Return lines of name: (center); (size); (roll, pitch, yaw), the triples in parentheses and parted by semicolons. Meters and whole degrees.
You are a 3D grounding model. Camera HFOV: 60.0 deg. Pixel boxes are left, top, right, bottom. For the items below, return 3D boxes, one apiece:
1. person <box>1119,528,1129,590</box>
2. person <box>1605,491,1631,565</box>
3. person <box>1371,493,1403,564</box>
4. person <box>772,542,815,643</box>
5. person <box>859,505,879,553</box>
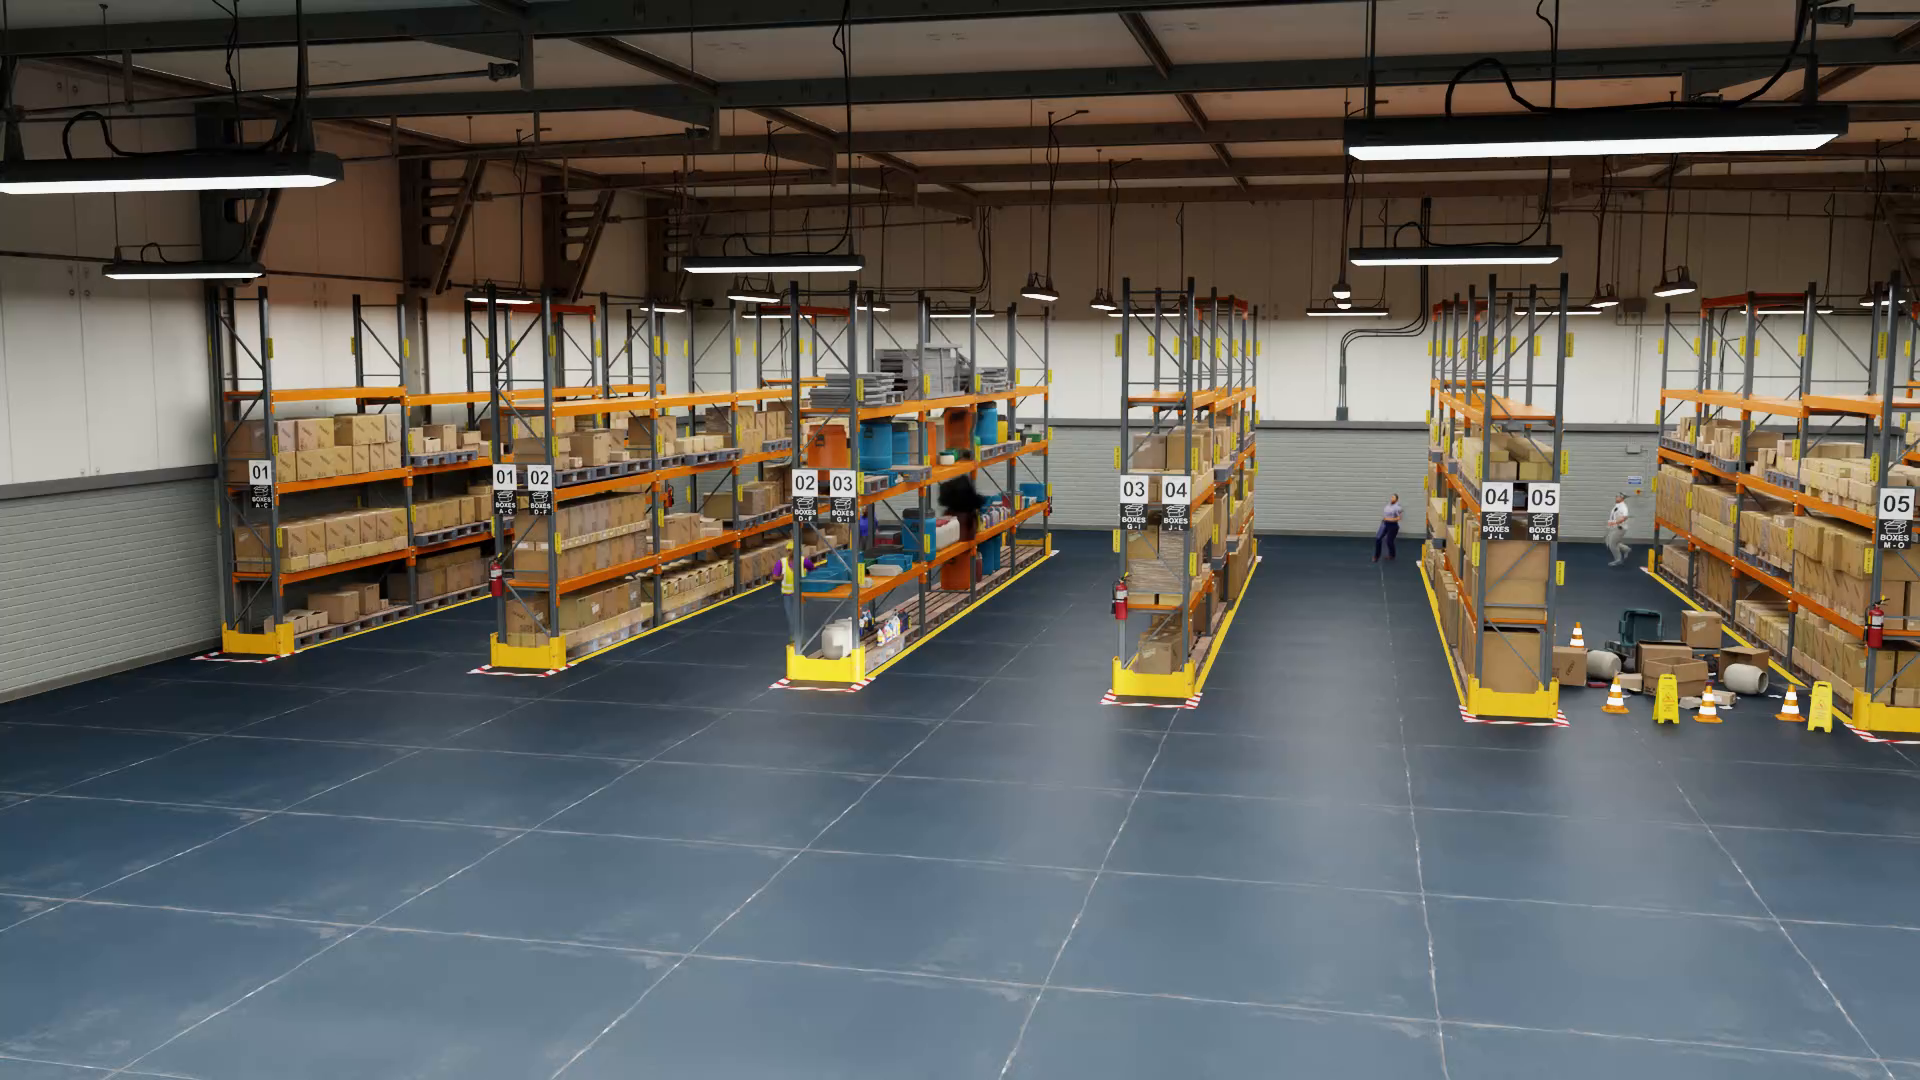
person: (3.509, 0.249, 34.507); (0.565, 1.623, 0.599); (2, 7, 19)
person: (15.291, -0.279, 38.577); (0.605, 1.746, 0.666); (1, 7, 12)
person: (10.069, -0.275, 38.914); (0.771, 1.640, 0.600); (-6, 9, -42)
person: (-2.791, 0.902, 27.843); (0.688, 1.781, 0.950); (1, 7, 6)
person: (-2.051, 0.035, 36.311); (0.563, 1.609, 0.589); (1, 7, 5)
